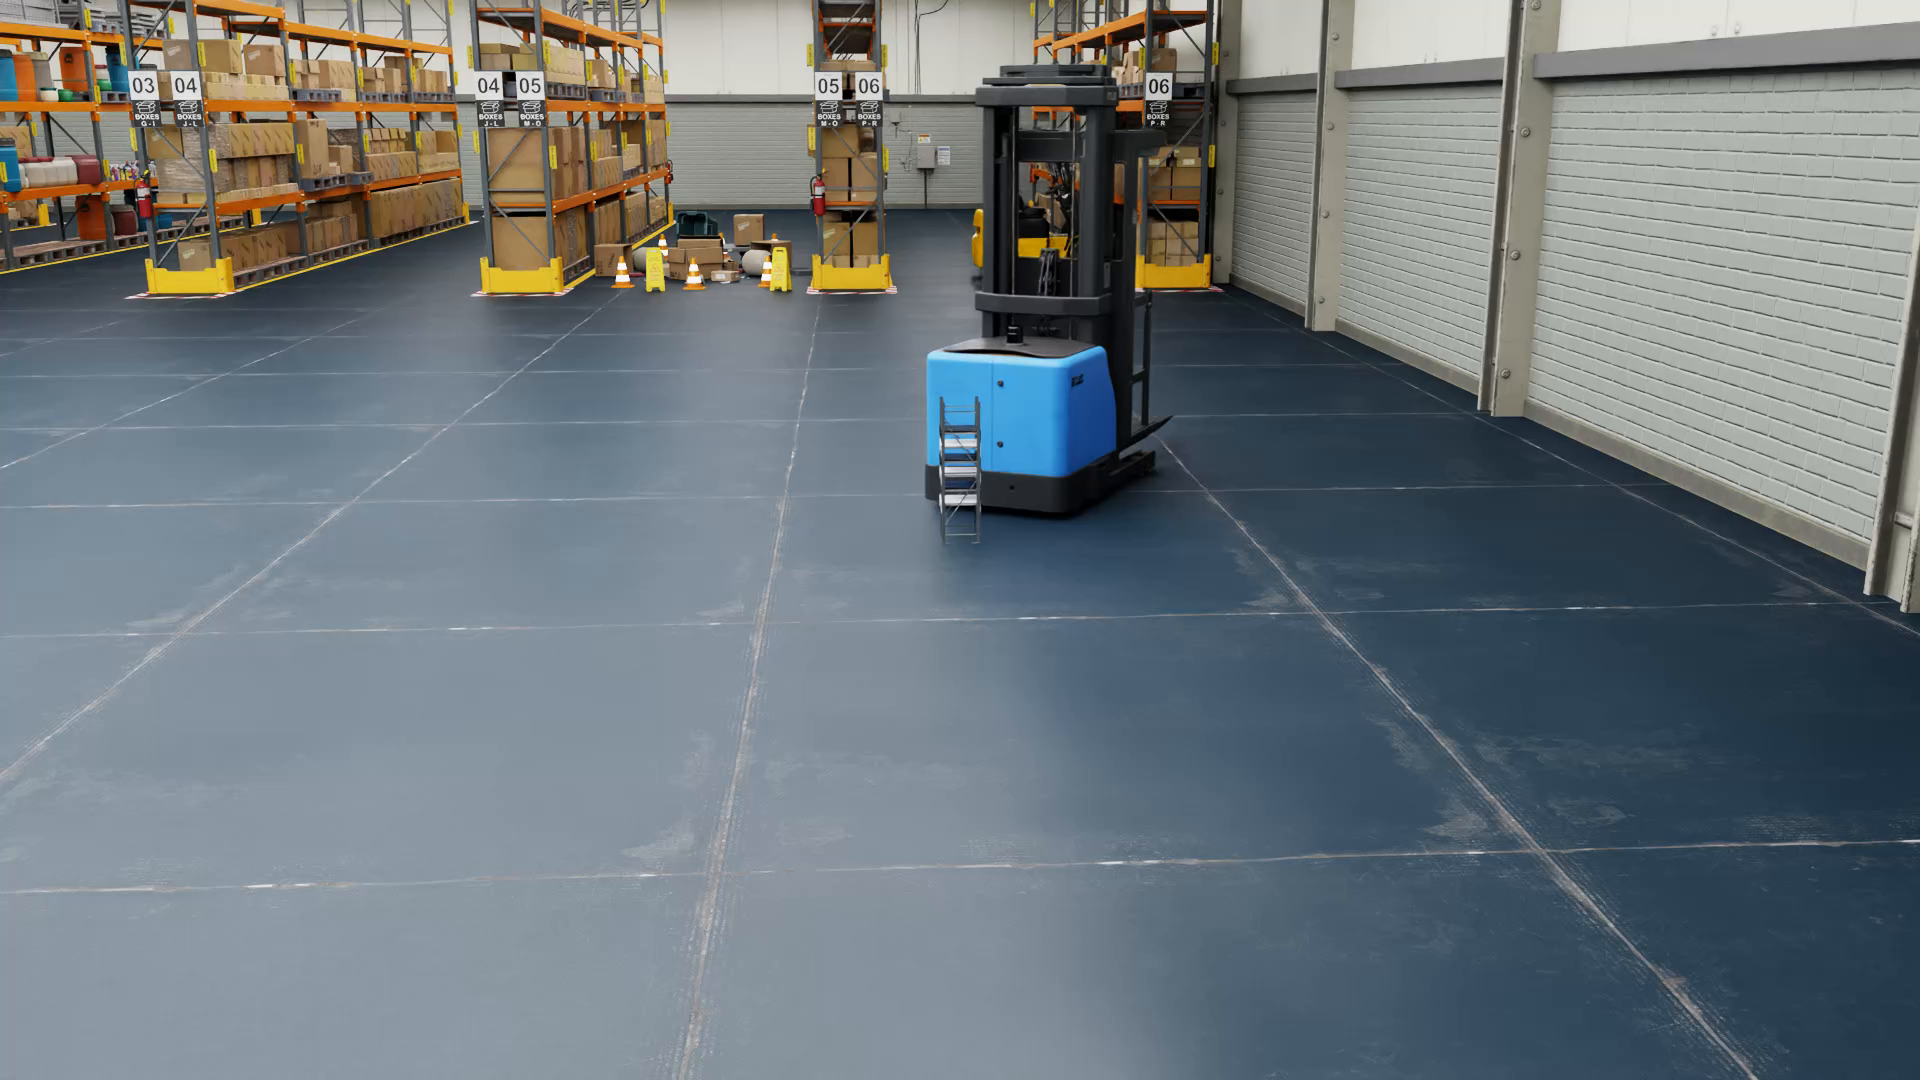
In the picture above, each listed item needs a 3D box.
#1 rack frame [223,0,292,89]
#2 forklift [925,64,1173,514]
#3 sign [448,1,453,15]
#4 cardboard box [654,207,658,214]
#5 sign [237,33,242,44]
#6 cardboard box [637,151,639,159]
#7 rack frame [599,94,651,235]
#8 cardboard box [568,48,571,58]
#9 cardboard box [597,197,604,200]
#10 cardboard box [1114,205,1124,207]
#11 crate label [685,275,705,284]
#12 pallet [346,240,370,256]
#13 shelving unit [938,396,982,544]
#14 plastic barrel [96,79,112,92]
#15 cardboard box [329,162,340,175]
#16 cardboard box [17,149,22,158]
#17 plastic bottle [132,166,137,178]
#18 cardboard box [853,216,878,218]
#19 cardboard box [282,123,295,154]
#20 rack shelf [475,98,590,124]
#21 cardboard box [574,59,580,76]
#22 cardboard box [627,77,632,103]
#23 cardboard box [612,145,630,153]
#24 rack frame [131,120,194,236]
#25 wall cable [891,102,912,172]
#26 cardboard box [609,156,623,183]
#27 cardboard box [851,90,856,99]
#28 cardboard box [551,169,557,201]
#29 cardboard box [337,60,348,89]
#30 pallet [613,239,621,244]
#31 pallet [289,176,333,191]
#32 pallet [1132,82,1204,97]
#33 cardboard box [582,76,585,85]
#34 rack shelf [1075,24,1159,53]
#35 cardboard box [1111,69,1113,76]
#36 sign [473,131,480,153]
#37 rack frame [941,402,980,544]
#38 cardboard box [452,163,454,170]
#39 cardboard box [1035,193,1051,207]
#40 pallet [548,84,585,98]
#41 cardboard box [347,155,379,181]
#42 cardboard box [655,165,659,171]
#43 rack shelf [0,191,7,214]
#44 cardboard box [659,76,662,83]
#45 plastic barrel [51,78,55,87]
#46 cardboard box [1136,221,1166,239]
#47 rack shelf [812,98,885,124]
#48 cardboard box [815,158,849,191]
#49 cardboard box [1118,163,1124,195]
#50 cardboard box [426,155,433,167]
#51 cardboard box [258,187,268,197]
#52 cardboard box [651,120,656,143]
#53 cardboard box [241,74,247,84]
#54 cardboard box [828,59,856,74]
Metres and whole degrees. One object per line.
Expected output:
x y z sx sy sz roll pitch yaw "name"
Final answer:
-11.808 -9.069 27.716 1.000 3.000 0.127 -1 14 -3 "rack frame"
0.821 -1.918 12.100 1.130 2.935 3.031 6 16 23 "forklift"
-12.009 -12.549 39.208 0.100 0.325 0.005 -1 14 -3 "sign"
-7.166 -7.588 38.280 0.380 0.149 0.250 -1 14 -4 "cardboard box"
-16.947 -11.834 39.107 0.100 0.325 0.005 -1 14 -3 "sign"
-7.107 -8.269 35.711 0.380 0.149 0.250 -1 14 -3 "cardboard box"
-7.347 -8.205 36.396 1.000 3.000 0.127 -1 14 -3 "rack frame"
-6.433 -7.785 26.603 0.380 0.149 0.250 -1 14 -4 "cardboard box"
-7.403 -6.732 33.341 0.500 0.250 0.500 -1 14 -5 "cardboard box"
2.814 -6.287 32.866 0.875 0.625 0.625 0 14 -2 "cardboard box"
-4.181 -4.116 26.248 0.250 0.136 0.298 -9 17 -32 "crate label"
-12.009 -5.614 31.922 1.003 0.211 1.213 -1 14 -3 "pallet"
0.000 -0.438 10.422 0.258 0.900 0.210 -1 14 -3 "shelving unit"
-16.835 -8.930 32.664 0.294 0.245 0.294 0 14 0 "plastic barrel"
-11.683 -6.887 30.699 0.396 0.266 0.258 -1 14 -5 "cardboard box"
-22.104 -8.809 38.542 0.500 0.500 0.500 -1 14 -3 "cardboard box"
-16.755 -7.449 33.717 0.097 0.271 0.097 0 14 0 "plastic bottle"
-1.505 -5.023 27.198 0.500 0.500 0.500 -1 14 -2 "cardboard box"
-11.505 -6.733 27.871 0.500 0.500 0.500 -1 14 -3 "cardboard box"
-6.727 -6.822 26.446 1.077 0.370 4.000 -1 14 -3 "rack shelf"
-6.533 -7.747 27.257 0.500 0.250 0.500 -1 14 -4 "cardboard box"
-6.943 -9.106 33.678 0.500 0.500 0.500 -1 14 -3 "cardboard box"
-7.029 -8.087 34.405 0.380 0.149 0.250 -1 14 -4 "cardboard box"
-17.247 -8.077 35.899 1.000 3.000 0.127 -1 14 -3 "rack frame"
-1.618 -11.220 46.076 0.588 1.984 0.122 -1 14 -3 "wall cable"
-6.803 -7.151 32.098 0.500 0.500 0.500 -1 14 -3 "cardboard box"
-1.471 -6.805 25.438 0.380 0.149 0.250 -1 14 -5 "cardboard box"
-6.727 -5.521 25.665 0.875 0.550 0.550 -1 14 -3 "cardboard box"
-11.734 -8.660 30.940 0.500 0.500 0.500 -1 14 -4 "cardboard box"
-7.125 -5.663 32.111 1.003 0.211 1.213 -1 14 -3 "pallet"
-11.710 -6.263 29.235 1.003 0.211 1.213 -1 14 -3 "pallet"
3.267 -6.986 25.816 1.003 0.211 1.213 -1 14 -3 "pallet"
-6.509 -7.713 27.923 0.380 0.149 0.250 -1 14 -4 "cardboard box"
2.913 -9.255 30.685 1.077 0.370 4.000 -1 14 -3 "rack shelf"
2.749 -8.232 29.617 0.500 0.311 0.500 -1 14 -5 "cardboard box"
-7.146 -5.891 24.604 0.100 0.325 0.005 -1 14 -3 "sign"
0.006 -0.413 10.324 0.240 0.900 0.006 -1 14 -3 "rack frame"
-12.168 -8.816 39.275 0.380 0.149 0.250 -1 14 -3 "cardboard box"
2.237 -8.220 40.621 0.797 0.503 0.637 -1 15 -6 "cardboard box"
-6.811 -7.422 27.509 1.003 0.211 1.213 -1 14 -3 "pallet"
-11.814 -7.332 32.804 0.500 0.500 0.500 0 14 -2 "cardboard box"
-7.258 -8.748 39.010 0.380 0.149 0.250 -2 15 -6 "cardboard box"
-16.627 -5.242 26.323 1.077 0.370 4.000 -1 14 -3 "rack shelf"
-7.281 -10.937 39.492 0.380 0.149 0.250 -1 14 -4 "cardboard box"
-17.286 -8.507 31.327 0.421 0.512 0.421 0 14 0 "plastic barrel"
2.945 -4.865 26.085 0.500 0.250 0.500 0 14 -2 "cardboard box"
-1.793 -6.924 26.841 1.077 0.370 4.000 -1 14 -3 "rack shelf"
-1.978 -5.645 25.650 0.500 0.500 0.500 -1 14 -4 "cardboard box"
2.895 -5.948 27.423 0.500 0.500 0.500 -1 14 -3 "cardboard box"
-12.097 -8.470 37.129 0.500 0.250 0.500 -1 14 -4 "cardboard box"
-11.423 -5.620 26.854 0.380 0.149 0.250 -1 14 -3 "cardboard box"
-7.179 -9.252 37.662 0.500 0.500 0.500 -1 14 -3 "cardboard box"
-11.484 -7.265 26.223 0.380 0.149 0.250 -1 14 -5 "cardboard box"
-2.080 -8.285 29.141 0.500 0.250 0.500 -1 14 -2 "cardboard box"
